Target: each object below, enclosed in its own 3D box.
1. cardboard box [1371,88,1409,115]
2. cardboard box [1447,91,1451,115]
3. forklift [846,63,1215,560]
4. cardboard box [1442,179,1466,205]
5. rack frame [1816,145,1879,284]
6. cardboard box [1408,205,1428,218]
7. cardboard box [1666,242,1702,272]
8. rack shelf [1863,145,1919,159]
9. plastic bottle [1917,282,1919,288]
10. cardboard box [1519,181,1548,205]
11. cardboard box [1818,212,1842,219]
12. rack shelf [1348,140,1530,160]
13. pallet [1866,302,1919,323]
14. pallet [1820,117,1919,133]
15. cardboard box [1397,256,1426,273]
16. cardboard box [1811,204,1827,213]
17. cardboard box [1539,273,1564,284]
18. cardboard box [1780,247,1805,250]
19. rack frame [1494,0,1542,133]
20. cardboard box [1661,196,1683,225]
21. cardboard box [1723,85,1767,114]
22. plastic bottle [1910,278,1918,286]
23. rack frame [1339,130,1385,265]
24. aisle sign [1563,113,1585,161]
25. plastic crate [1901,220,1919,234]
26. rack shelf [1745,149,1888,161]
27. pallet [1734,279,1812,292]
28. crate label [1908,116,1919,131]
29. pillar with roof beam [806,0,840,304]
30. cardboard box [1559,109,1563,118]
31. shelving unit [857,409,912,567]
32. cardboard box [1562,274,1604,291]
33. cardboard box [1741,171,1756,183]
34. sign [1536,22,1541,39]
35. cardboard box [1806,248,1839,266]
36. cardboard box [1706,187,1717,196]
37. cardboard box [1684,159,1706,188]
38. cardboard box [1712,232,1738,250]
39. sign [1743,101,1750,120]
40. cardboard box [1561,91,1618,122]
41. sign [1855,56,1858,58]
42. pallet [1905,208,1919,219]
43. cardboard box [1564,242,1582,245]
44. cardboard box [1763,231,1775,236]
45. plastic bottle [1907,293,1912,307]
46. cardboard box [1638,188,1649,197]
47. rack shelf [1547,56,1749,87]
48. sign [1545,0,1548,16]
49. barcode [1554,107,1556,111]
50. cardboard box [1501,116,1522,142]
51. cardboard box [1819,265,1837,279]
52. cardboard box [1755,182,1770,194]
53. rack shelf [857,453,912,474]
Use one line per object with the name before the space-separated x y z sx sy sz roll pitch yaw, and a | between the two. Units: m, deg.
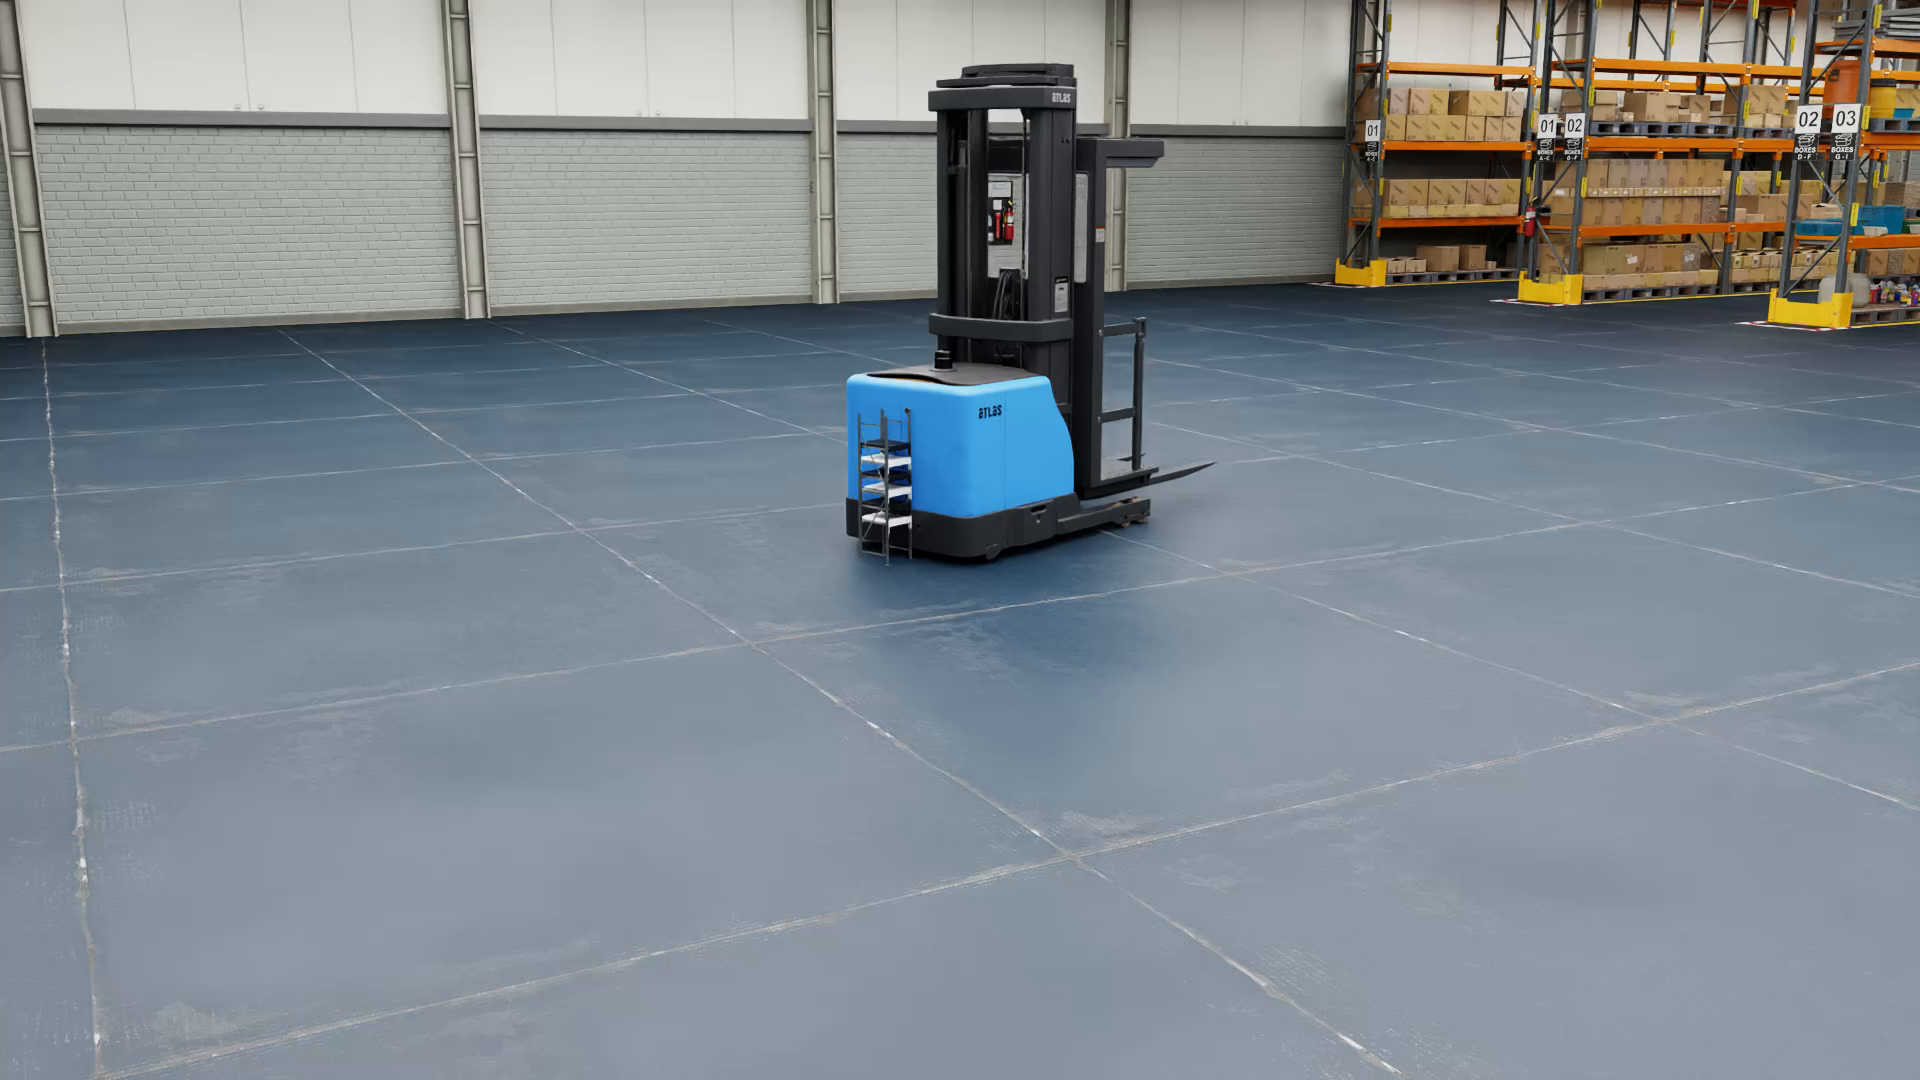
cardboard box | 8.449 -8.615 32.675 0.500 0.500 0.500 -8 15 -32
cardboard box | 9.610 -8.876 33.833 0.500 0.500 0.500 -7 14 -28
forklift | 0.624 -1.574 10.928 1.130 2.935 3.031 11 16 39
cardboard box | 9.900 -7.066 33.763 0.500 0.500 0.500 -6 14 -26
rack frame | 17.393 -6.499 32.655 0.127 3.000 1.000 -7 14 -28
cardboard box | 9.024 -6.596 33.381 0.500 0.250 0.500 -7 15 -30
cardboard box | 13.136 -5.166 30.331 0.500 0.500 0.500 -7 14 -28
rack shelf | 19.149 -7.822 33.339 4.000 0.370 1.077 -7 14 -28
plastic bottle | 15.414 -4.013 26.639 0.185 0.351 0.144 -7 14 -28
cardboard box | 11.969 -7.343 35.174 0.500 0.500 0.700 -7 14 -28
cardboard box | 16.736 -6.228 32.025 0.250 0.149 0.380 -7 14 -28
rack shelf | 9.750 -7.934 33.840 4.000 0.370 1.077 -7 14 -28
pallet | 14.571 -3.571 25.995 1.213 0.211 1.003 -7 14 -28
pallet | 13.515 -6.142 24.666 1.213 0.211 1.003 -7 14 -28
cardboard box | 9.146 -5.630 33.915 0.500 0.311 0.500 -6 14 -23
cardboard box | 16.516 -6.399 32.412 0.500 0.311 0.500 -7 14 -29
cardboard box | 10.701 -4.634 29.675 0.500 0.250 0.500 -7 14 -28
cardboard box | 16.336 -5.580 32.603 0.500 0.311 0.500 -7 15 -29
rack frame | 11.506 -9.959 34.366 0.127 3.000 1.000 -7 14 -28
cardboard box | 12.594 -5.970 30.078 0.500 0.500 0.700 -7 14 -27
cardboard box | 14.443 -8.096 30.598 0.500 0.500 0.500 -7 14 -27
plastic bottle | 15.345 -4.040 26.762 0.185 0.351 0.144 -6 14 -26
rack frame | 7.995 -6.612 33.155 0.127 3.000 1.000 -7 14 -28
aisle sign | 10.461 -6.860 28.337 0.004 0.787 0.394 -7 14 -28
plastic crate | 14.926 -4.931 26.172 0.662 0.188 0.450 -7 14 -28
rack shelf | 20.283 -9.197 39.449 4.000 0.370 1.077 -7 14 -28
pallet | 15.583 -4.932 32.043 1.213 0.211 1.003 -7 14 -28
crate label | 14.543 -6.226 24.951 0.408 0.251 0.502 -7 14 -28
pillar with roof beam | -0.275 -7.687 24.269 0.400 9.000 9.100 -7 14 -28
cardboard box | 13.106 -8.921 35.402 0.500 0.500 0.500 -7 15 -30
shelving unit | -0.450 -0.315 9.961 0.258 0.900 0.210 11 16 39
cardboard box | 10.949 -4.534 29.231 0.500 0.250 0.500 -7 14 -28
cardboard box | 17.787 -8.293 37.968 0.500 0.250 0.500 -6 14 -27
sign | 11.749 -10.347 33.782 0.005 0.325 0.100 -7 14 -28
cardboard box | 16.599 -5.477 32.145 0.500 0.311 0.500 -7 14 -29
cardboard box | 13.528 -6.348 30.278 0.250 0.149 0.380 -7 15 -29
cardboard box | 13.053 -6.658 30.181 0.500 0.500 0.700 -7 14 -28
cardboard box | 17.241 -6.843 38.121 0.750 0.750 0.750 -6 14 -26
sign | 14.150 -7.726 29.916 0.005 0.325 0.100 -7 14 -28
cardboard box | 10.878 -7.504 28.778 0.637 0.503 0.797 -6 14 -24
sign | 21.778 -11.862 40.334 0.005 0.325 0.100 -7 14 -28
pallet | 19.098 -6.611 33.589 1.213 0.211 1.003 -7 14 -28
cardboard box | 13.040 -6.218 36.098 0.500 0.500 0.700 -7 14 -27
cardboard box | 19.011 -7.258 39.286 0.250 0.149 0.380 -7 14 -28
plastic bottle | 14.573 -3.693 25.560 0.097 0.201 0.097 0 13 0
cardboard box | 11.949 -6.158 29.436 0.250 0.149 0.380 -7 14 -29
rack shelf | 12.127 -8.248 29.314 4.000 0.370 1.077 -7 14 -28
sign | 10.124 -9.184 28.616 0.005 0.325 0.100 -7 14 -28
barcode | 10.405 -7.529 29.076 0.075 0.075 0.001 -7 14 -28
cardboard box | 11.179 -8.453 34.234 0.500 0.500 0.500 -6 14 -26
cardboard box | 16.598 -5.205 32.212 0.500 0.250 0.500 -7 14 -29
cardboard box | 18.243 -7.980 38.287 0.500 0.500 0.500 -7 15 -29
rack shelf | -0.450 -0.458 9.928 0.258 0.077 0.200 11 16 39
